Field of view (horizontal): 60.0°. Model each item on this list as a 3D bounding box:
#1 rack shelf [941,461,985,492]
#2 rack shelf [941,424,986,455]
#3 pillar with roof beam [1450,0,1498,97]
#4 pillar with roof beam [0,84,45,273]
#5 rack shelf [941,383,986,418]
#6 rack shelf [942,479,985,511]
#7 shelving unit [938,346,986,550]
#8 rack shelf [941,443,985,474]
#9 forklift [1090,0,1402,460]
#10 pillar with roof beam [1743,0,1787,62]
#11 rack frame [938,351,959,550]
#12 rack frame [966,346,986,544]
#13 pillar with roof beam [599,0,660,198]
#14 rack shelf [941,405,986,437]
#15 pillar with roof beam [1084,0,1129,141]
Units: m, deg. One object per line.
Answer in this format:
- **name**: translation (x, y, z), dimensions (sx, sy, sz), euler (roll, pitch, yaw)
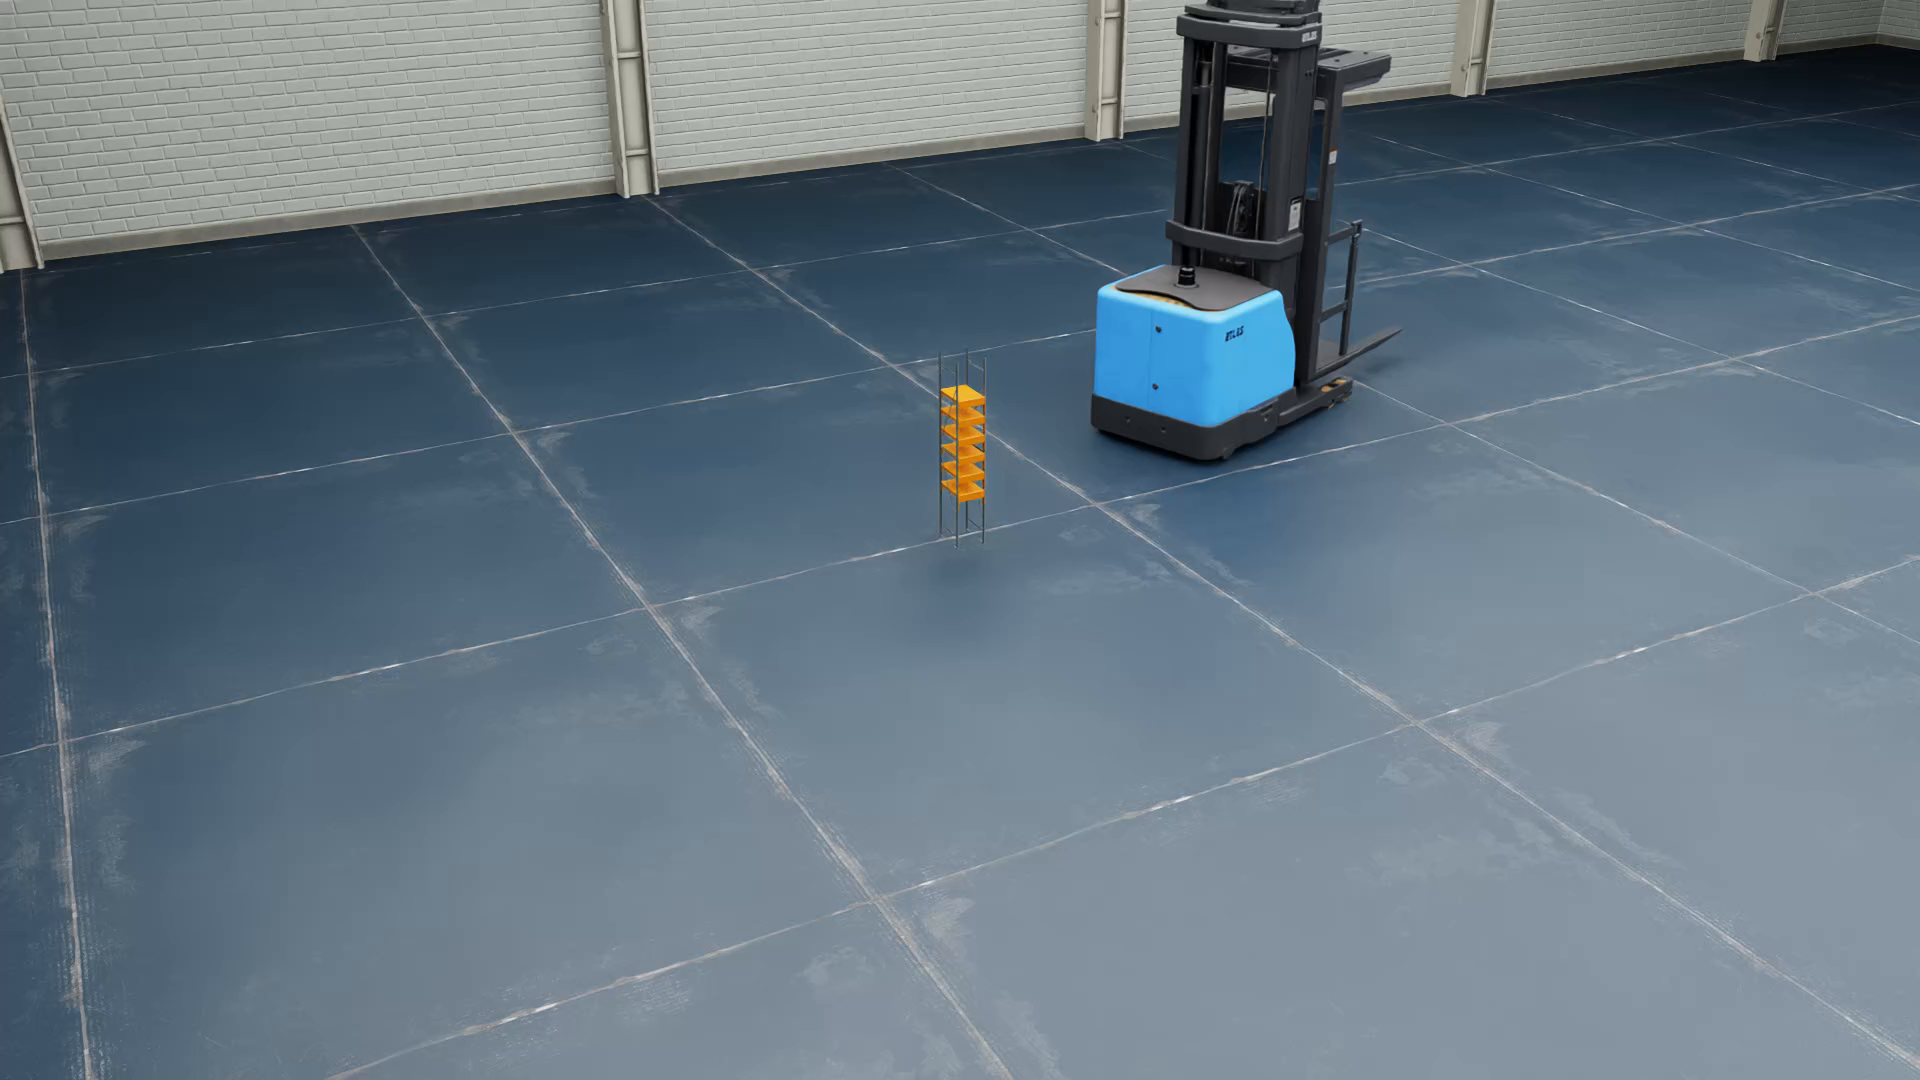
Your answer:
- **rack shelf**: translation (0.013, -0.396, 10.068), dimensions (0.180, 0.103, 0.258), euler (-13, 29, -25)
- **rack shelf**: translation (0.013, -0.612, 9.964), dimensions (0.180, 0.103, 0.258), euler (-13, 29, -25)
- **pillar with roof beam**: translation (9.101, -8.640, 17.848), dimensions (0.400, 9.000, 9.100), euler (-13, 29, -25)
- **pillar with roof beam**: translation (-6.781, -4.974, 10.213), dimensions (0.400, 9.000, 9.100), euler (-13, 29, -25)
- **rack shelf**: translation (0.013, -0.828, 9.860), dimensions (0.180, 0.103, 0.258), euler (-13, 29, -25)
- **rack shelf**: translation (0.013, -0.287, 10.120), dimensions (0.180, 0.103, 0.258), euler (-13, 29, -25)
- **shelving unit**: translation (0.013, -0.544, 9.996), dimensions (0.189, 1.200, 0.258), euler (-13, 29, -25)
- **rack shelf**: translation (0.013, -0.504, 10.016), dimensions (0.180, 0.103, 0.258), euler (-13, 29, -25)
- **forklift**: translation (2.278, -2.417, 11.898), dimensions (1.130, 2.935, 3.031), euler (21, 33, 37)
- **pillar with roof beam**: translation (14.396, -9.862, 20.393), dimensions (0.400, 9.000, 9.100), euler (-13, 29, -25)
- **rack frame**: translation (-0.068, -0.525, 9.958), dimensions (0.006, 1.200, 0.240), euler (-13, 29, -25)
- **rack frame**: translation (0.094, -0.562, 10.035), dimensions (0.006, 1.200, 0.240), euler (-13, 29, -25)
- **pillar with roof beam**: translation (-1.487, -6.196, 12.758), dimensions (0.400, 9.000, 9.100), euler (-13, 29, -25)
- **rack shelf**: translation (0.013, -0.720, 9.912), dimensions (0.180, 0.103, 0.258), euler (-13, 29, -25)
- **pillar with roof beam**: translation (3.807, -7.418, 15.303), dimensions (0.400, 9.000, 9.100), euler (-13, 29, -25)
